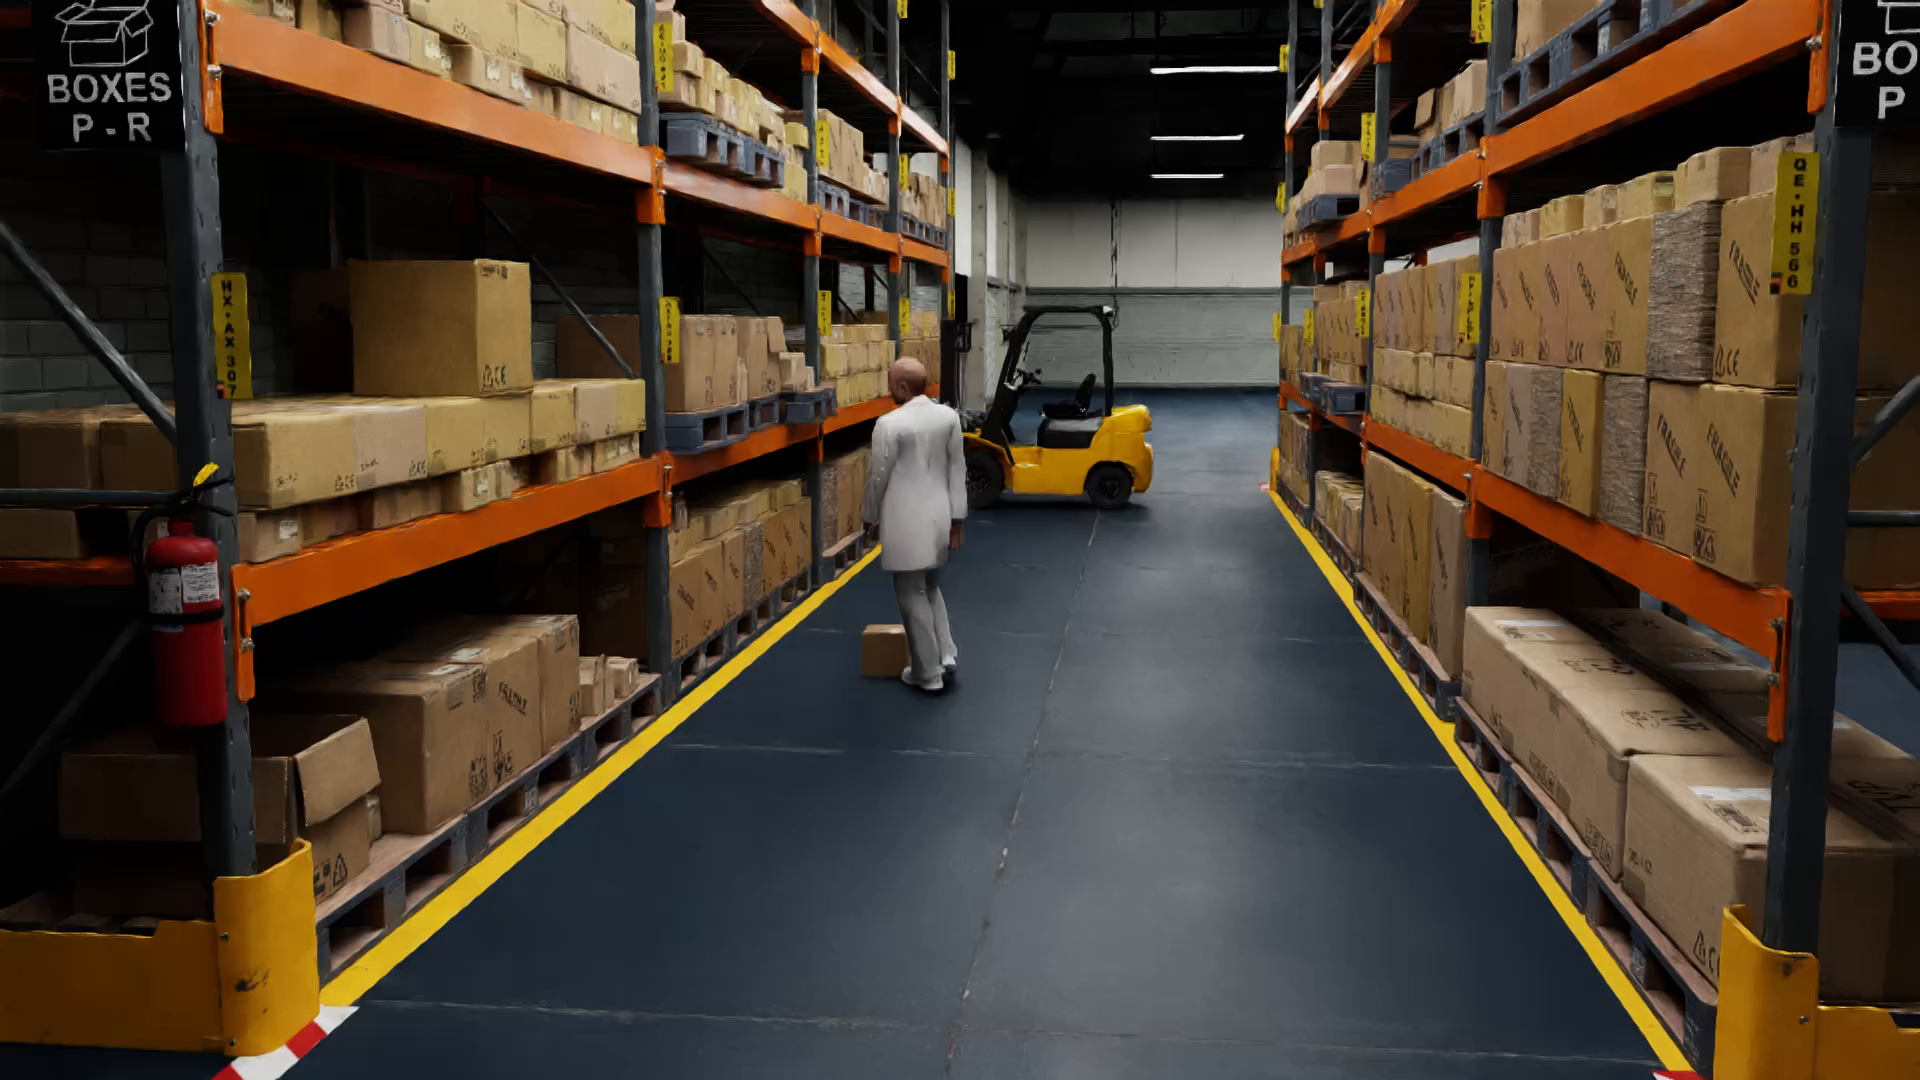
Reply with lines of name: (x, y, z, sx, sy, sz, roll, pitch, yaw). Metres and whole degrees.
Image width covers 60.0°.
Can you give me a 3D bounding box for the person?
person: (-0.251, -0.057, 8.907, 0.670, 1.842, 0.448, -7, 10, -41)
